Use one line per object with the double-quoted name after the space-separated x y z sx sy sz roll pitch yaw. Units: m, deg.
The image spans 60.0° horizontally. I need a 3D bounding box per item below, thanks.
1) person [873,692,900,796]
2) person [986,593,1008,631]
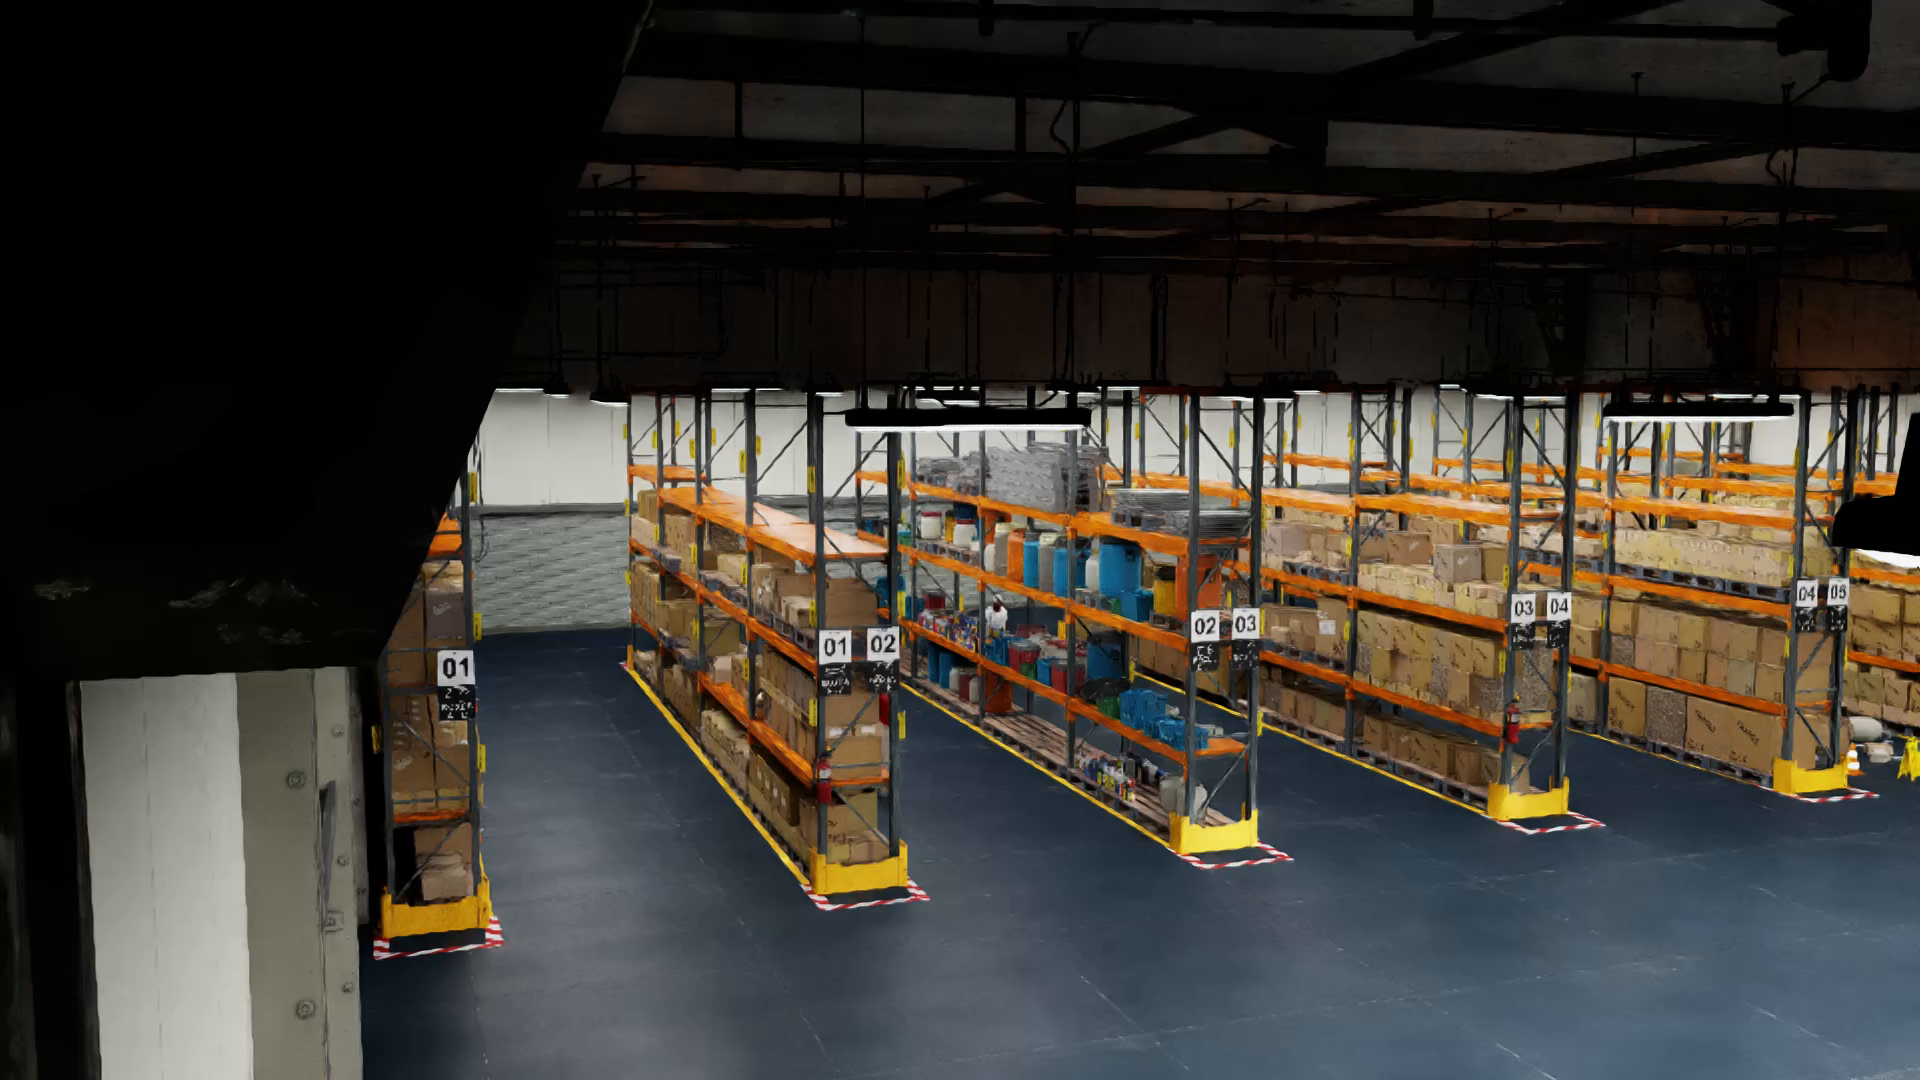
-1.137 2.907 24.735 0.595 1.737 0.449 5 8 39 "person"
0.747 1.936 34.344 0.577 1.691 1.114 -2 6 -17 "person"
